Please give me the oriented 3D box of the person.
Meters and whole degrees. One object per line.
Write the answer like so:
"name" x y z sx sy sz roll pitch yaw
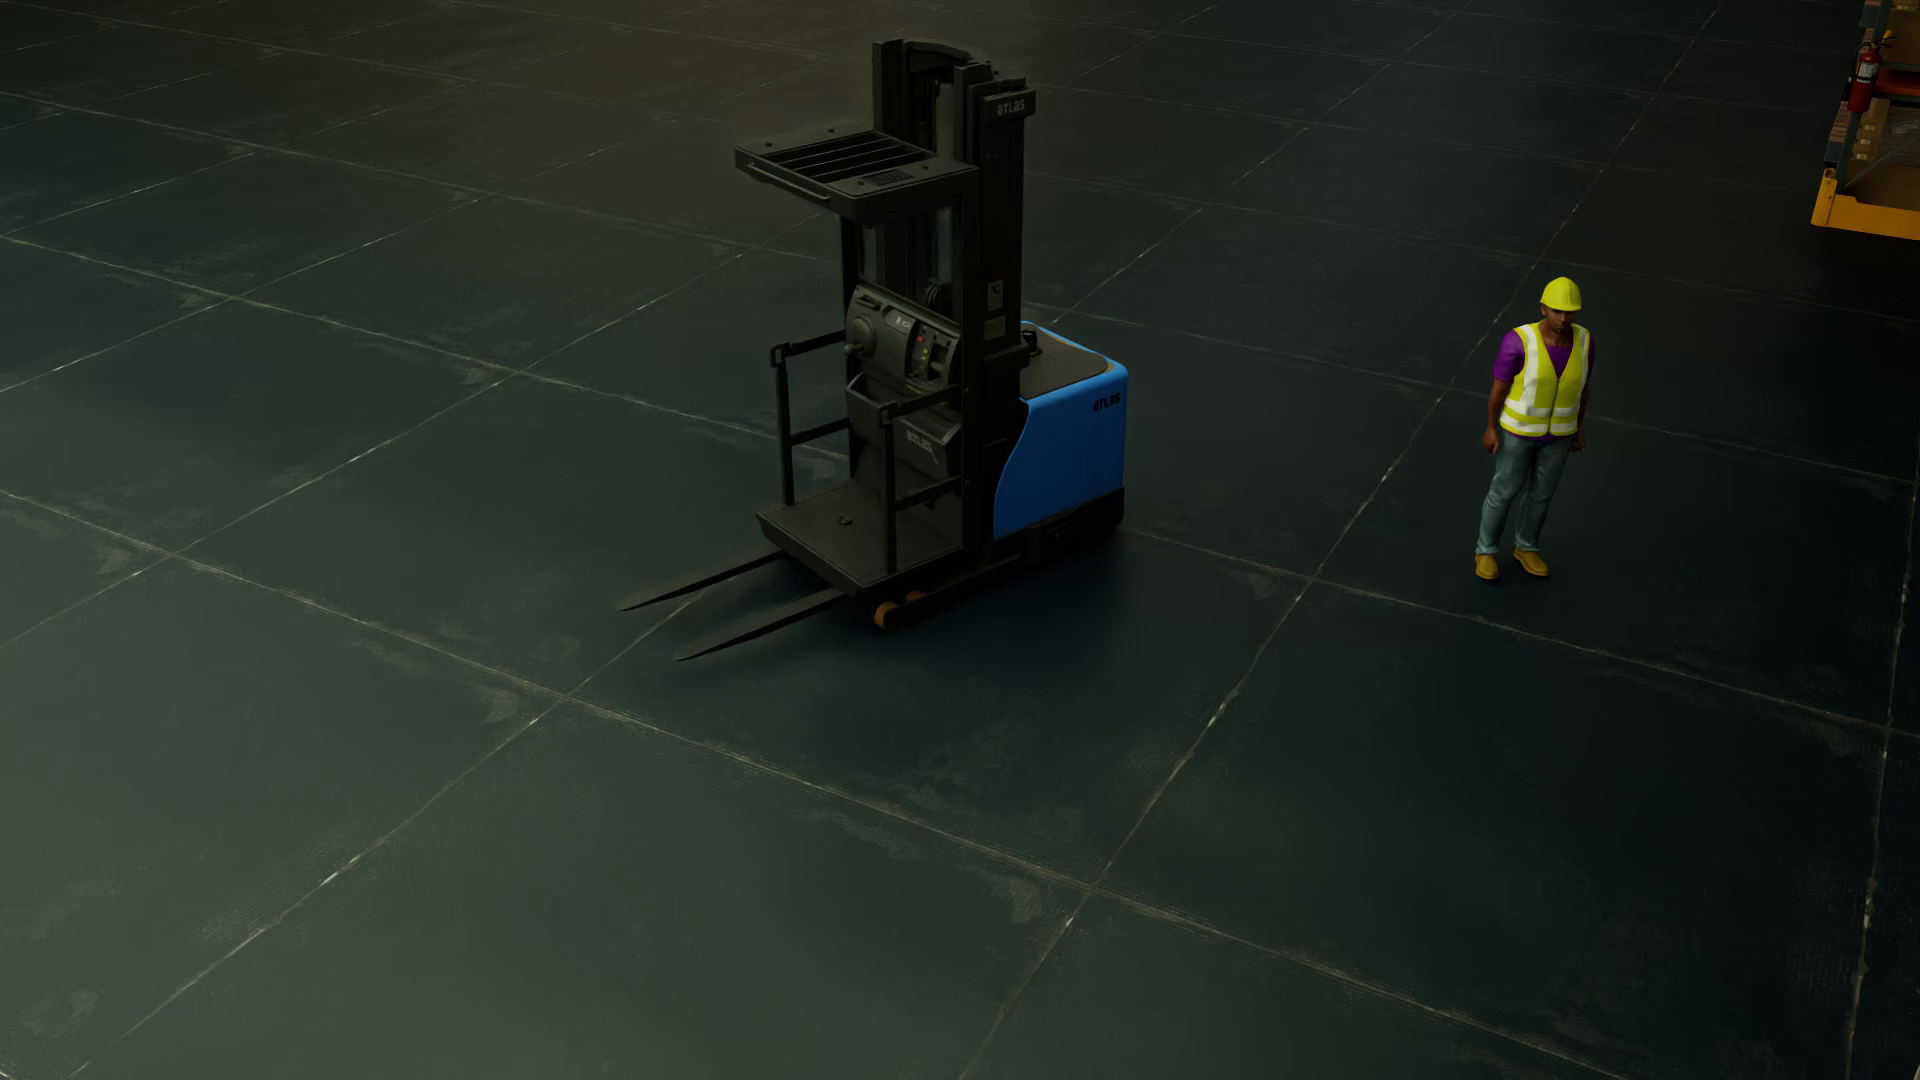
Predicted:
"person" 3.227 -0.611 9.293 0.581 1.771 0.373 -2 30 -4

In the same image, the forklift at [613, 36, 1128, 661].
"forklift" -0.479 -1.064 8.914 3.031 2.935 1.130 -22 37 -33
